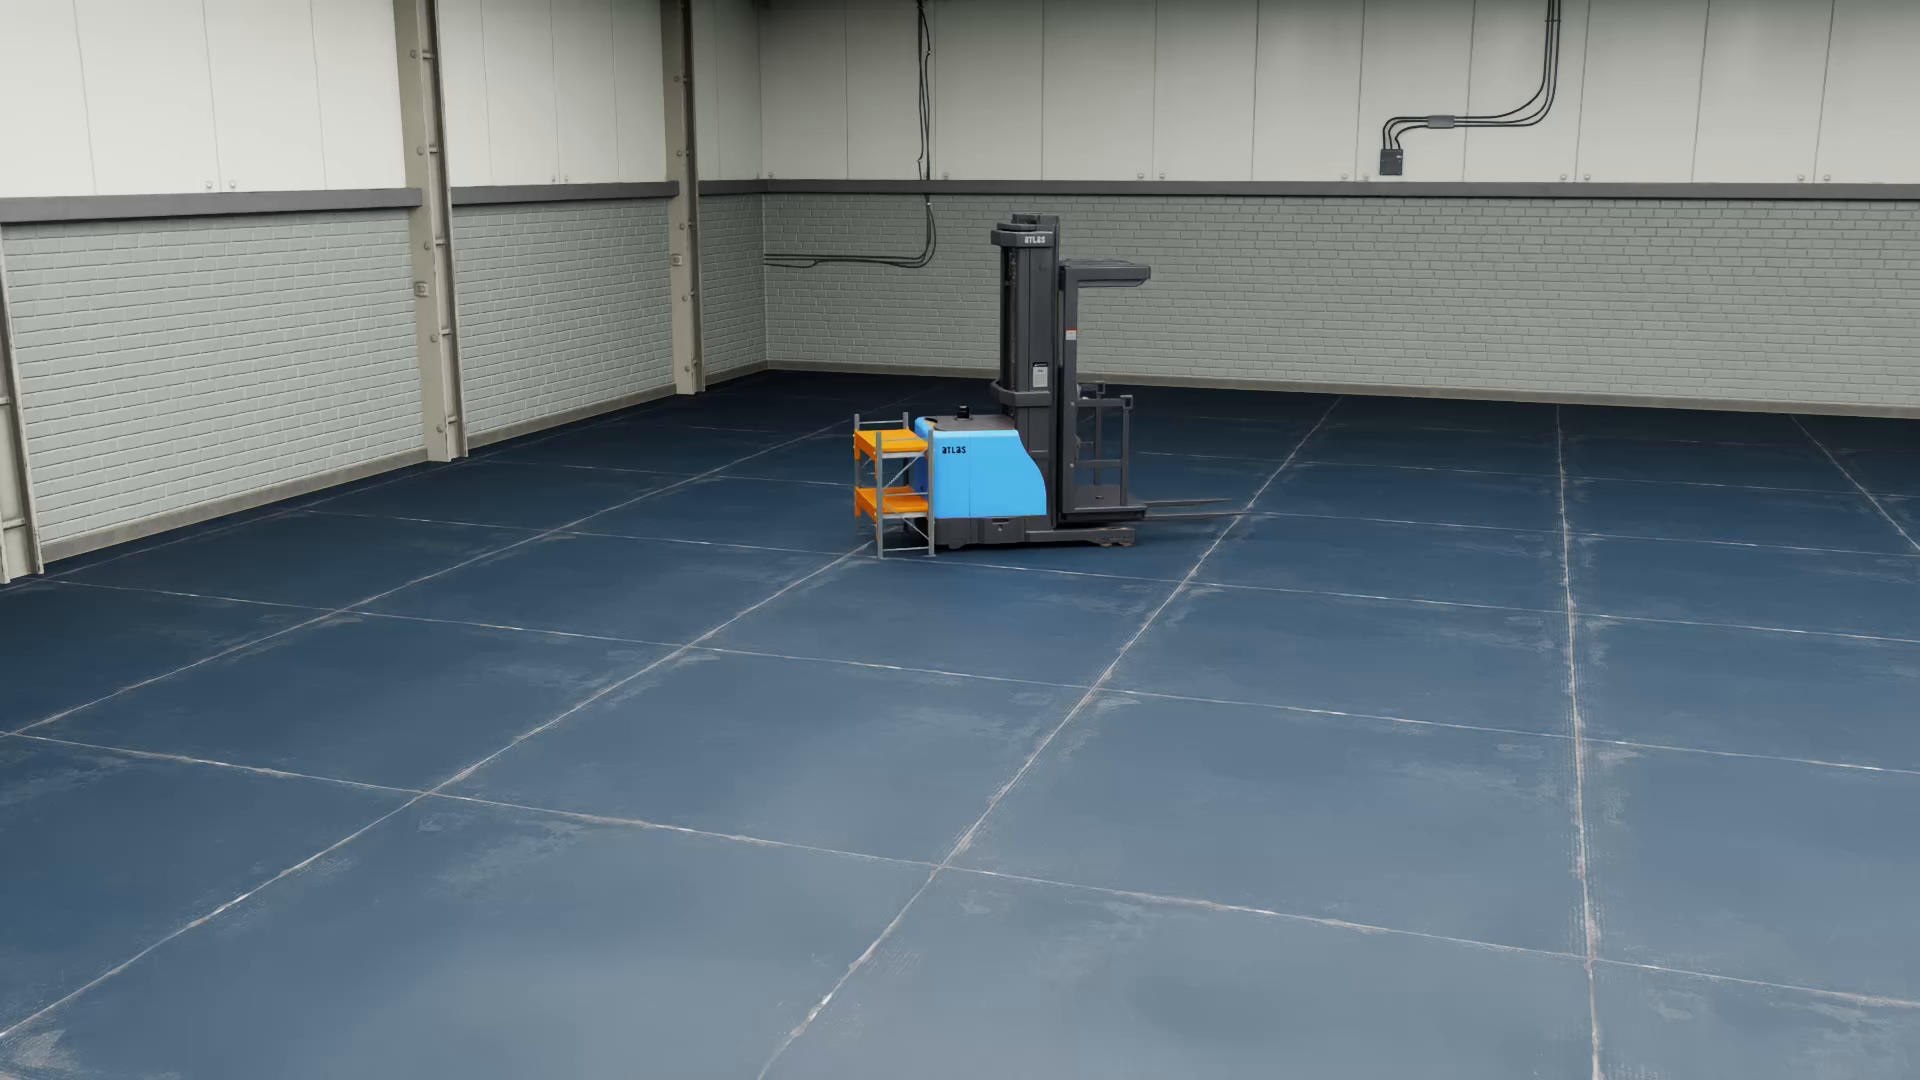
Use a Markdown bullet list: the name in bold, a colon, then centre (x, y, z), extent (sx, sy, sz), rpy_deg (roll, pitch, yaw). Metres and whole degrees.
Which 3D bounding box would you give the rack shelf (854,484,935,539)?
- **rack shelf**: centre (-0.600, -0.265, 14.982), extent (0.538, 0.278, 1.000), rpy_deg (-3, 13, -14)

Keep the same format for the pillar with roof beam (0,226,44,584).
- **pillar with roof beam**: centre (-3.864, -3.770, 11.547), extent (9.100, 9.000, 0.400), rpy_deg (4, 14, 18)

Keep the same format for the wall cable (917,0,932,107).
- **wall cable**: centre (0.710, -7.886, 25.205), extent (3.097, 2.526, 0.112), rpy_deg (4, 14, 18)

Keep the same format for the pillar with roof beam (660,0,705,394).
- **pillar with roof beam**: centre (0.019, -6.297, 22.617), extent (9.100, 9.000, 0.400), rpy_deg (4, 14, 18)

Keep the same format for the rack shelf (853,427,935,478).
- **rack shelf**: centre (-0.600, -0.789, 14.863), extent (0.538, 0.278, 1.000), rpy_deg (-3, 13, -14)

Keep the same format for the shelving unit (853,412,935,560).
- **shelving unit**: centre (-0.600, -0.503, 14.928), extent (0.538, 1.125, 1.048), rpy_deg (-3, 13, -14)

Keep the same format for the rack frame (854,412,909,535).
- **rack frame**: centre (-0.724, -0.613, 15.408), extent (0.500, 1.125, 0.032), rpy_deg (-3, 13, -14)

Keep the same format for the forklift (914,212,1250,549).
- **forklift**: centre (1.132, -1.481, 15.153), extent (3.031, 2.935, 1.130), rpy_deg (-2, 13, -9)

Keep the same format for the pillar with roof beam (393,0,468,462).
- **pillar with roof beam**: centre (-1.922, -5.034, 17.082), extent (9.100, 9.000, 0.400), rpy_deg (4, 14, 18)

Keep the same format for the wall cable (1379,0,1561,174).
- **wall cable**: centre (7.128, -8.103, 22.887), extent (2.305, 6.003, 0.169), rpy_deg (4, 14, 18)

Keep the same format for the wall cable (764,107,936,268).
- **wall cable**: centre (-1.850, -5.618, 26.621), extent (3.097, 2.526, 0.112), rpy_deg (4, 14, 18)

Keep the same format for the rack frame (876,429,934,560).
- **rack frame**: centre (-0.475, -0.394, 14.447), extent (0.500, 1.125, 0.032), rpy_deg (-3, 13, -14)
